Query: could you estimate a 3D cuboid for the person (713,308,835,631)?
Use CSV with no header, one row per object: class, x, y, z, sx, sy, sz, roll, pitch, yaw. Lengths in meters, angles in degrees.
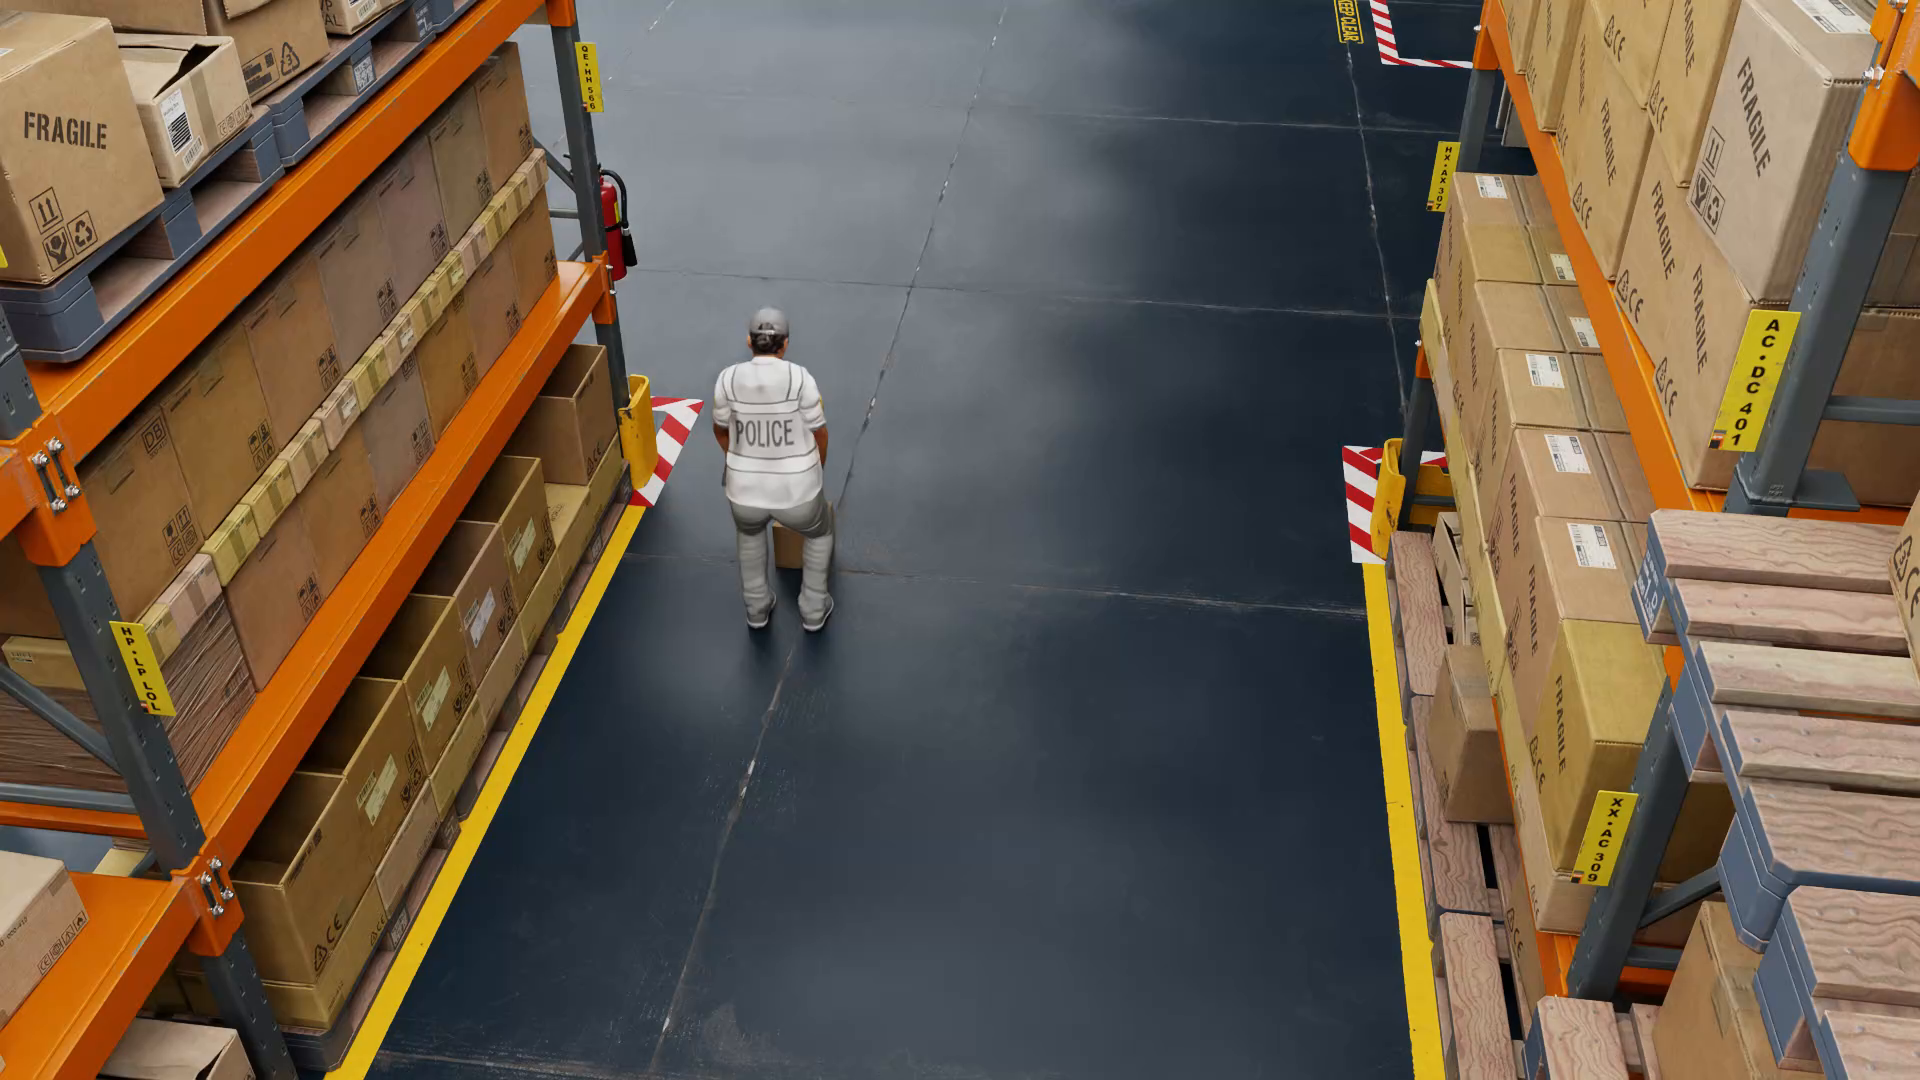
person,-0.849,-0.279,7.532,0.519,1.541,0.591,4,37,6
